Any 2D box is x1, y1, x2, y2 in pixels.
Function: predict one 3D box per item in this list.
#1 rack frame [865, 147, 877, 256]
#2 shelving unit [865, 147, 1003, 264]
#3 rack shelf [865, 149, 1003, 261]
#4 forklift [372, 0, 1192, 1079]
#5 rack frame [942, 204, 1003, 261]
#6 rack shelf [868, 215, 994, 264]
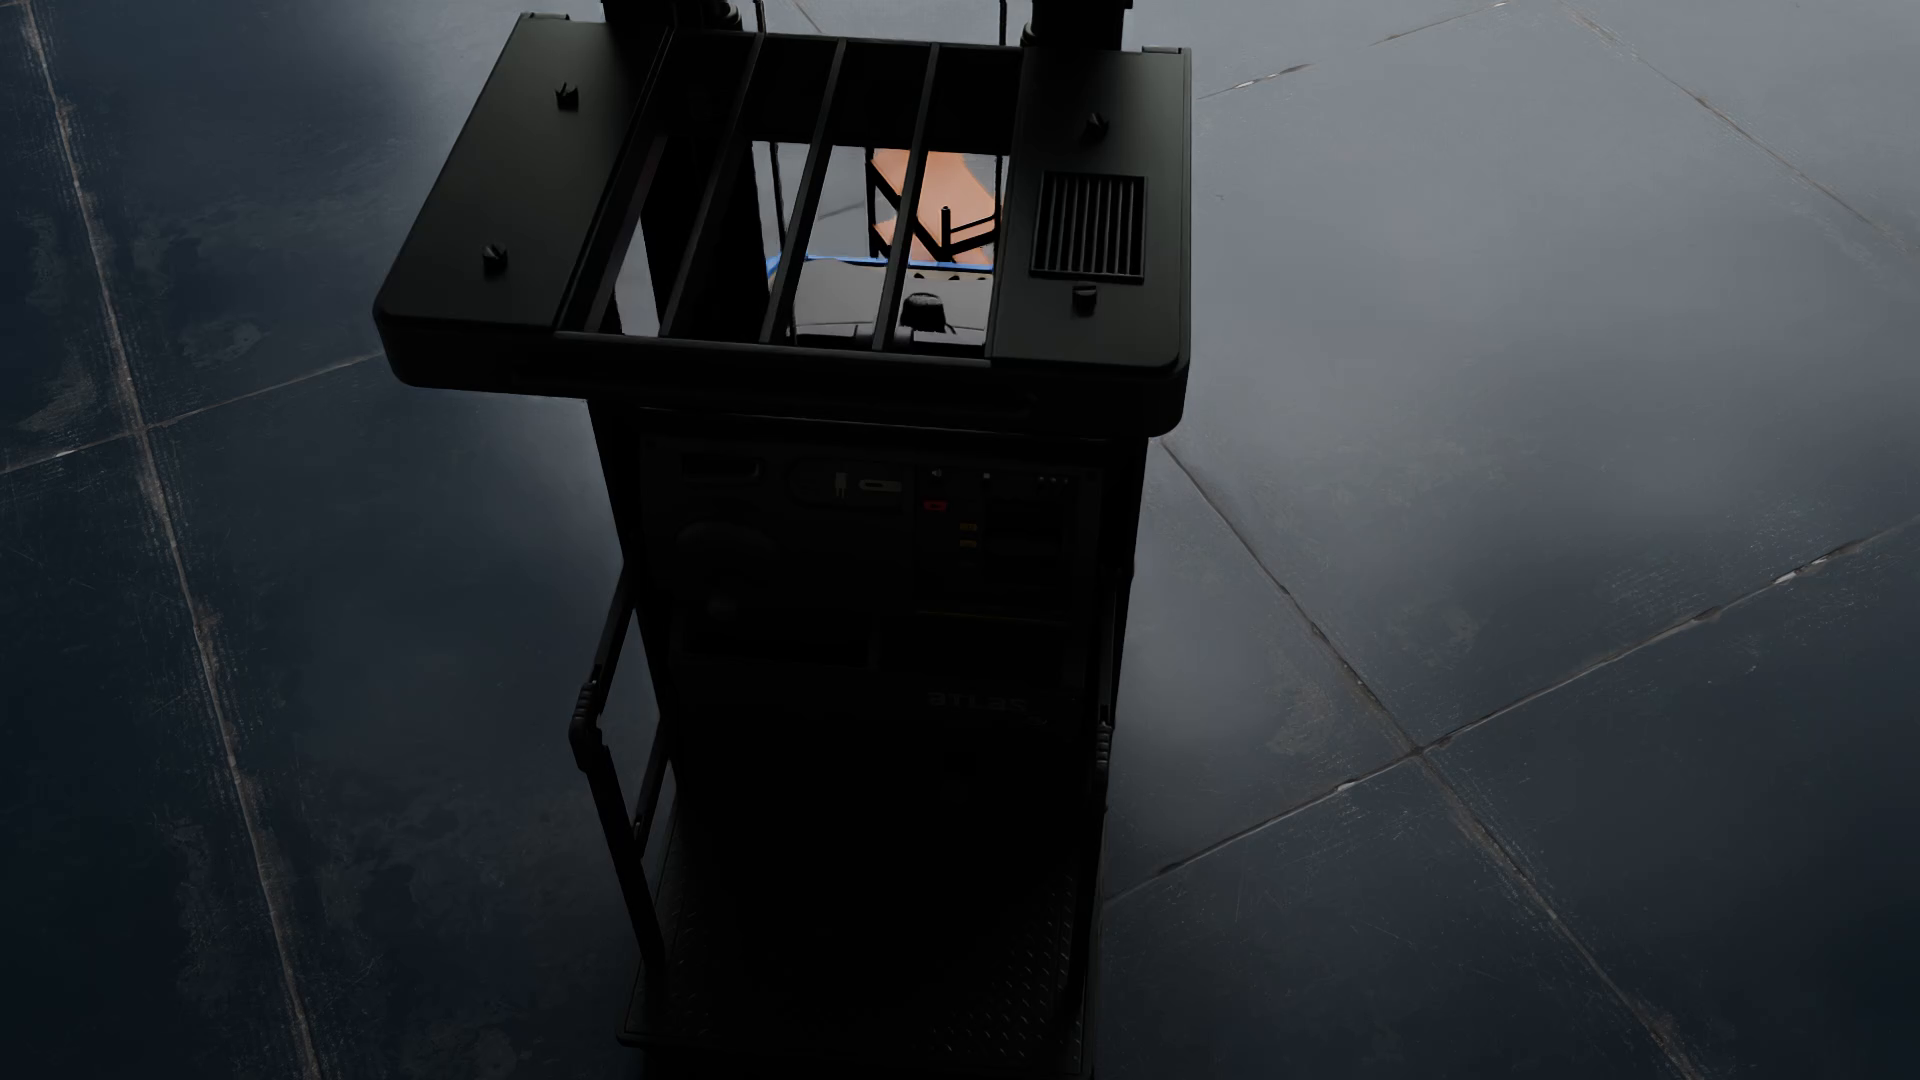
[{"bbox_3d":[-0.166,-0.858,5.204,0.240,1.200,0.015,-22,52,-18],"label":"rack frame"},{"bbox_3d":[-0.053,-0.696,5.061,0.258,1.200,0.503,-22,52,-18],"label":"shelving unit"},{"bbox_3d":[-0.053,-0.954,4.765,0.258,0.148,0.480,-22,52,-18],"label":"rack shelf"},{"bbox_3d":[-0.202,0.089,3.225,1.130,2.935,3.031,4,49,4],"label":"forklift"},{"bbox_3d":[0.060,-0.533,4.919,0.240,1.200,0.015,-22,52,-18],"label":"rack frame"},{"bbox_3d":[-0.053,-0.799,4.944,0.258,0.148,0.480,-22,52,-18],"label":"rack shelf"}]
